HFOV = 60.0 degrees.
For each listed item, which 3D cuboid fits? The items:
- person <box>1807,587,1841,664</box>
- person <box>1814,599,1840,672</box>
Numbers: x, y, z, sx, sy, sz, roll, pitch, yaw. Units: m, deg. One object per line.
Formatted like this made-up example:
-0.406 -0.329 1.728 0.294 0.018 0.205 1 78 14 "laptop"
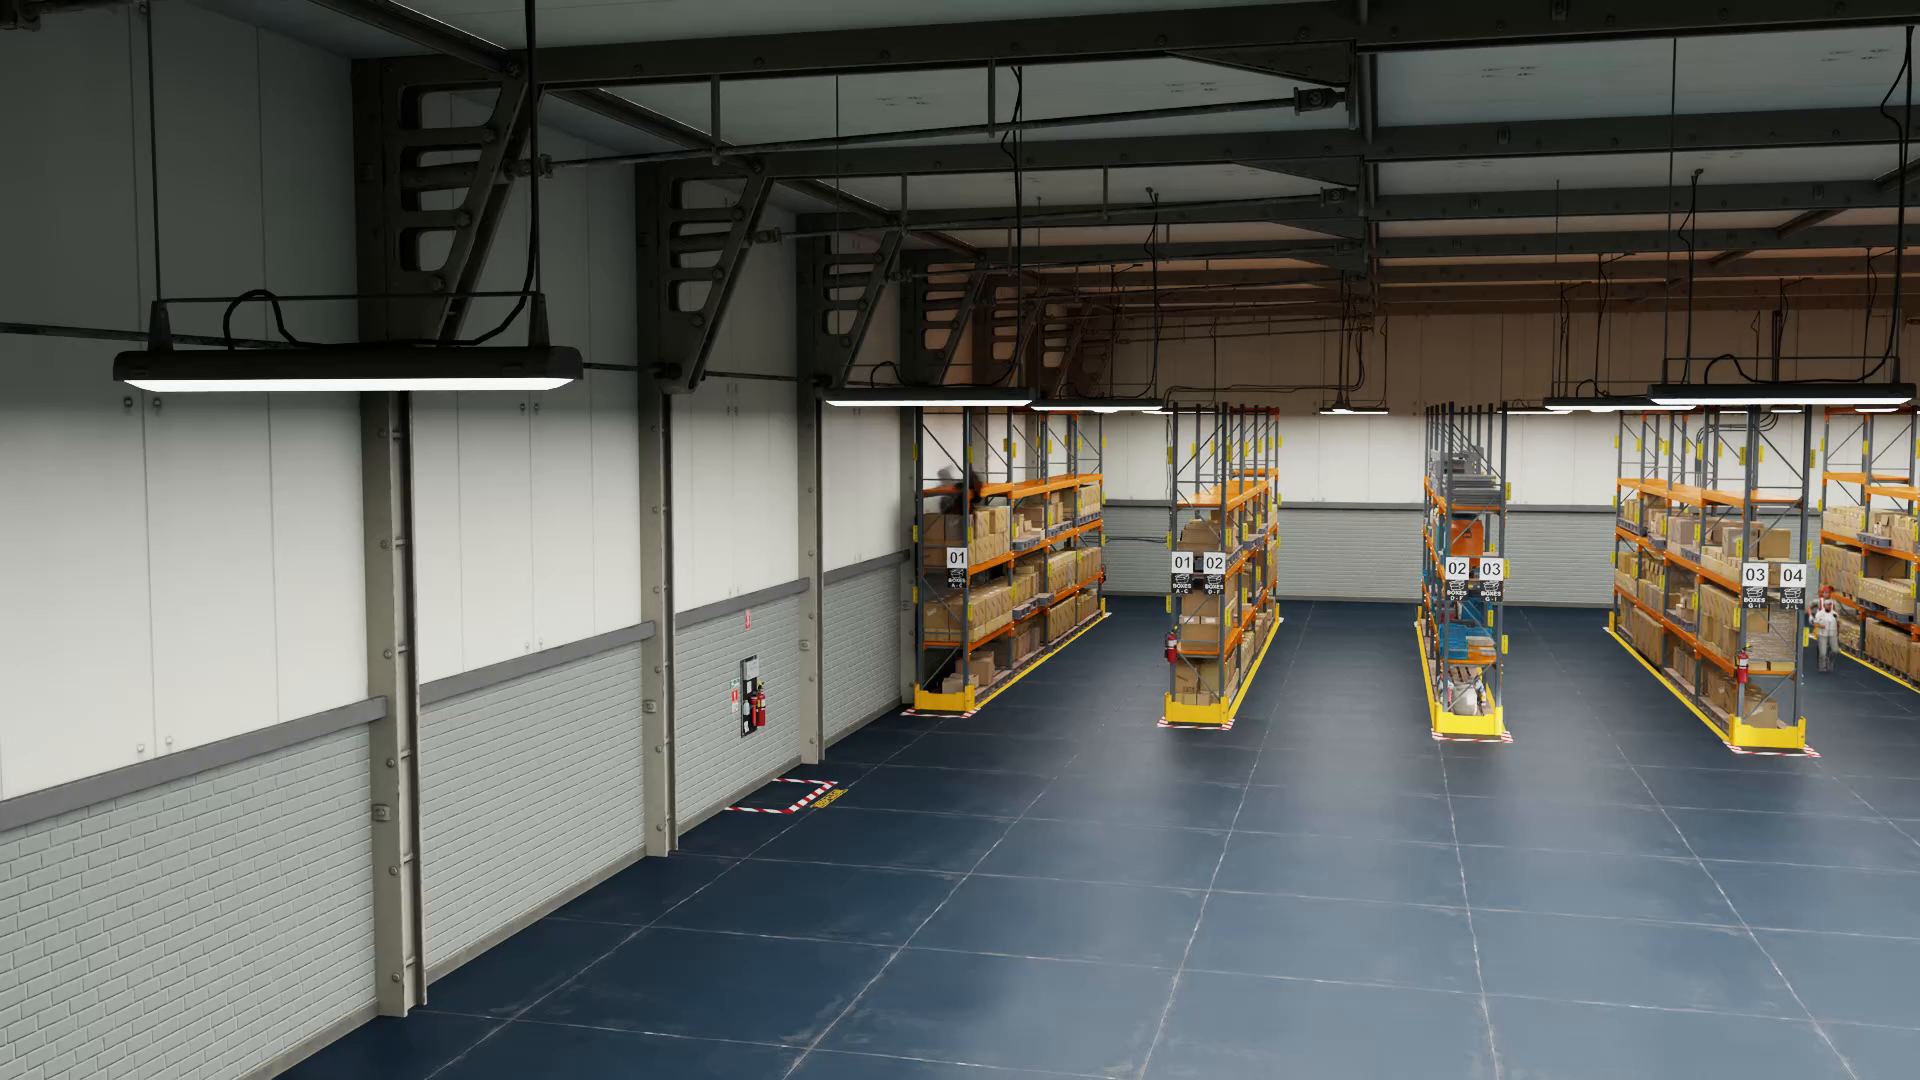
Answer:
20.014 1.991 38.473 0.644 1.828 0.748 0 4 6 "person"
19.441 2.153 37.234 0.582 1.634 0.605 1 4 15 "person"
